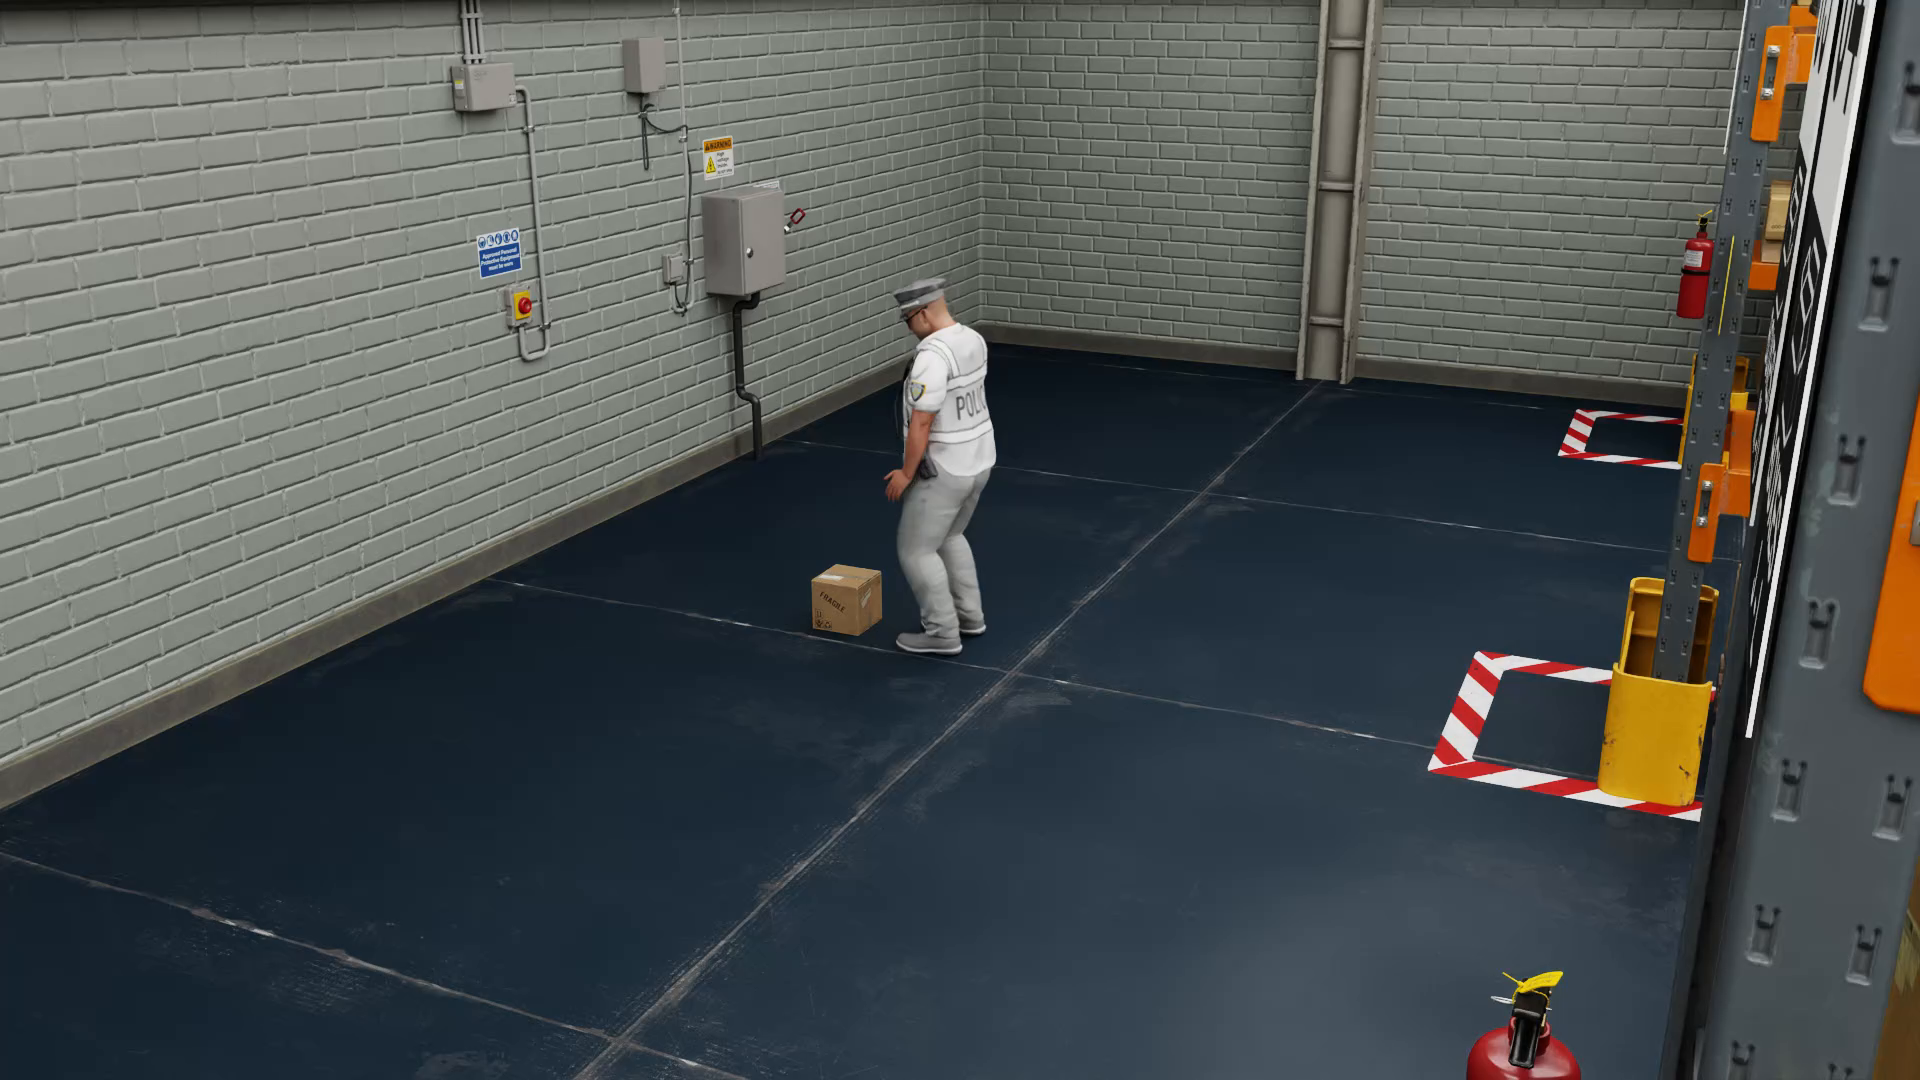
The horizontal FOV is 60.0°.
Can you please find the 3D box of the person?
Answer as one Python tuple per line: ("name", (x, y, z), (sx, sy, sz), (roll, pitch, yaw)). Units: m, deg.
("person", (-0.087, -0.324, 7.569), (0.440, 1.720, 0.547), (9, 21, 24))
